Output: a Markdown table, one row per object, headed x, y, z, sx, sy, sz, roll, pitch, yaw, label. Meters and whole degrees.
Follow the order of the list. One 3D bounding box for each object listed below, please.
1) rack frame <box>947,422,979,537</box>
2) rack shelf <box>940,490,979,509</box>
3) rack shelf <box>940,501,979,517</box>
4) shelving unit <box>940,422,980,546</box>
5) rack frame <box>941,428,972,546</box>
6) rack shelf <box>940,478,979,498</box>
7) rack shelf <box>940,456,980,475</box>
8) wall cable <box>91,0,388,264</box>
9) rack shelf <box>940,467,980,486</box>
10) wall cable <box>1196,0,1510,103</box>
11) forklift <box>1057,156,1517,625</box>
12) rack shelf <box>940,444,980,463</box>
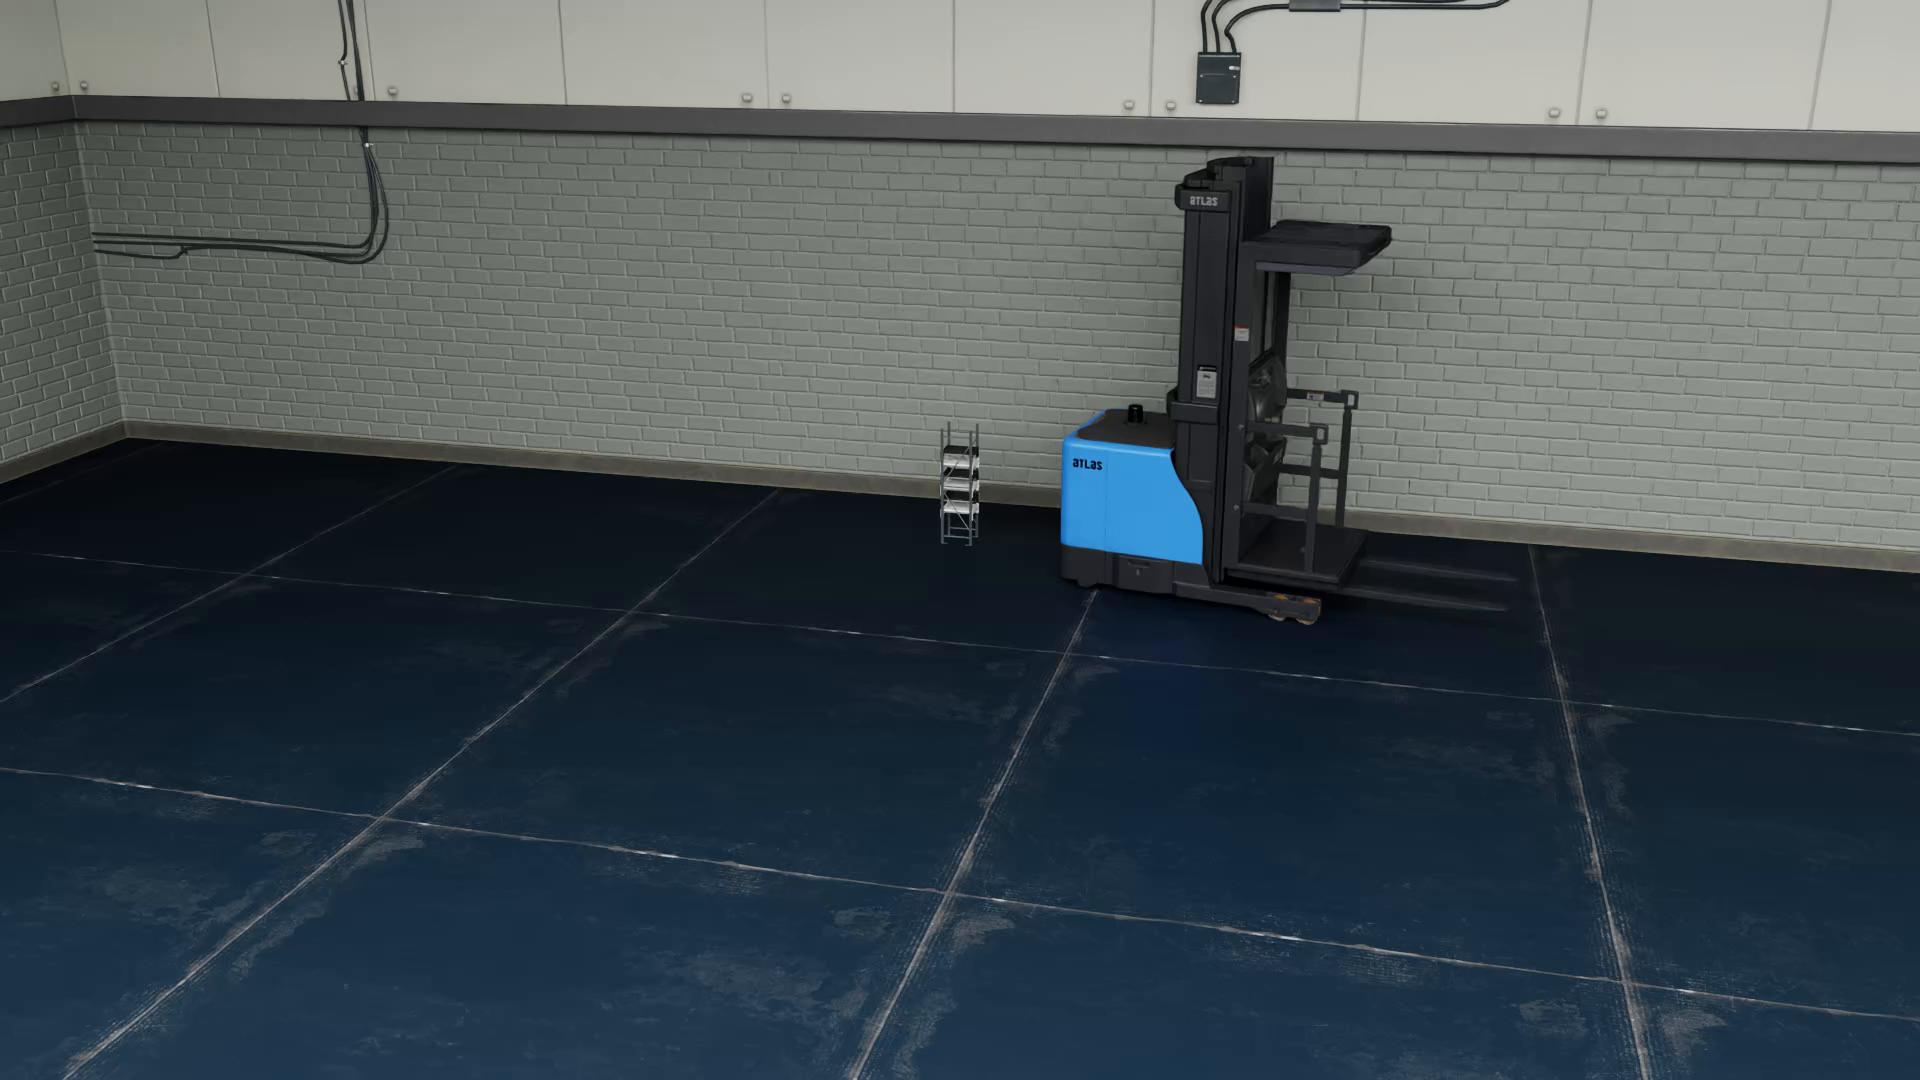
| x | y | z | sx | sy | sz | roll | pitch | yaw | label |
| --- | --- | --- | --- | --- | --- | --- | --- | --- | --- |
| 0.023 | -0.455 | 12.628 | 0.240 | 0.900 | 0.006 | 5 | 19 | 13 | rack frame |
| -0.002 | -0.307 | 12.575 | 0.258 | 0.077 | 0.200 | 5 | 19 | 13 | rack shelf |
| -0.002 | -0.221 | 12.604 | 0.258 | 0.077 | 0.200 | 5 | 19 | 13 | rack shelf |
| -0.002 | -0.423 | 12.535 | 0.258 | 0.900 | 0.210 | 5 | 19 | 13 | shelving unit |
| -0.027 | -0.391 | 12.441 | 0.240 | 0.900 | 0.006 | 5 | 19 | 13 | rack frame |
| -0.002 | -0.392 | 12.545 | 0.258 | 0.077 | 0.200 | 5 | 19 | 13 | rack shelf |
| -0.002 | -0.562 | 12.487 | 0.258 | 0.077 | 0.200 | 5 | 19 | 13 | rack shelf |
| -6.359 | -3.622 | 14.174 | 3.097 | 2.526 | 0.112 | 5 | 19 | 13 | wall cable |
| -0.002 | -0.477 | 12.516 | 0.258 | 0.077 | 0.200 | 5 | 19 | 13 | rack shelf |
| 2.843 | -5.946 | 10.913 | 2.305 | 6.003 | 0.169 | 5 | 19 | 13 | wall cable |
| 2.253 | -1.020 | 11.140 | 3.031 | 2.935 | 1.130 | 8 | 20 | 22 | forklift |
| -0.002 | -0.647 | 12.458 | 0.258 | 0.077 | 0.200 | 5 | 19 | 13 | rack shelf |
